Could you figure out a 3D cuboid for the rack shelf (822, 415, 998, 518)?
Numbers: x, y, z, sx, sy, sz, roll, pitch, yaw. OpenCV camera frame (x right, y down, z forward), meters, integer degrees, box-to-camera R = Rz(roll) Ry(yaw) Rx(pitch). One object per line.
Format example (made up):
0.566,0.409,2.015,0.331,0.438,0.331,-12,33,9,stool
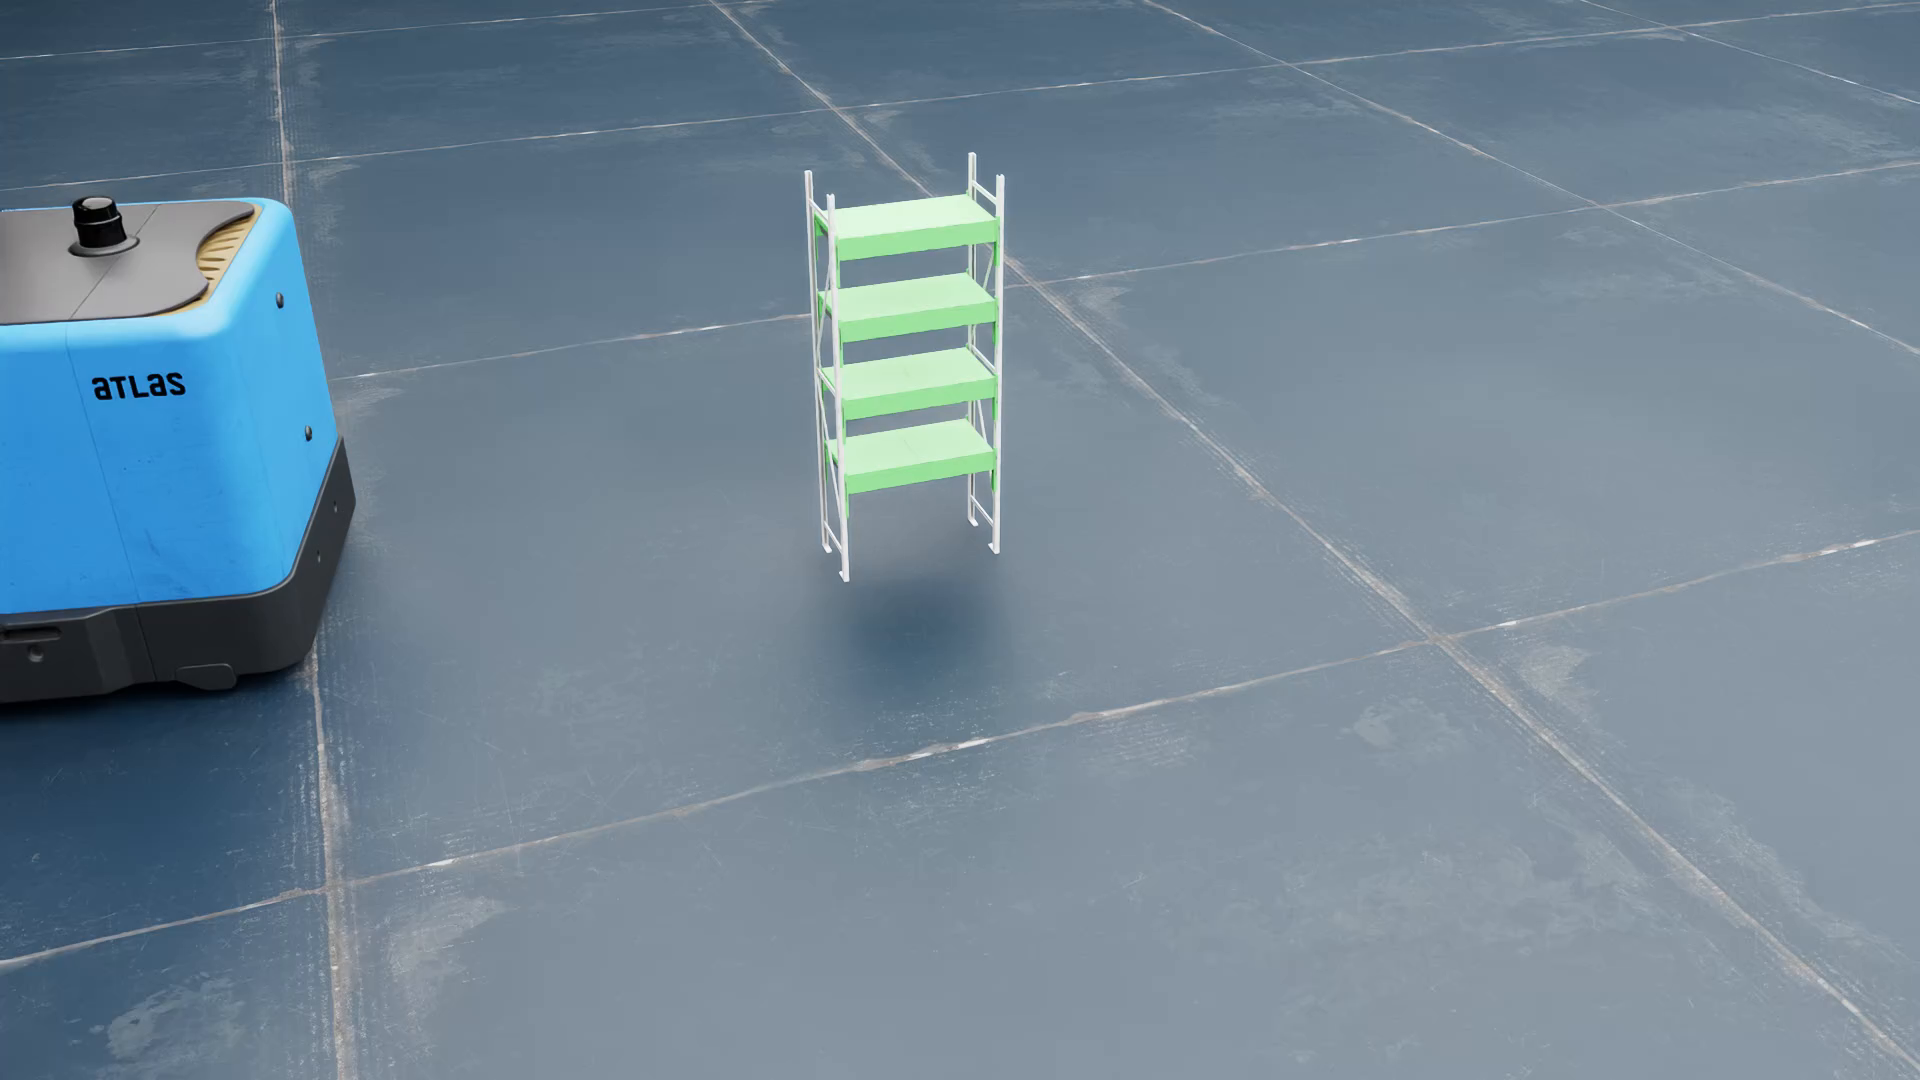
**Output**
-0.155,-0.229,5.053,0.480,0.148,0.258,-10,31,-18,rack shelf

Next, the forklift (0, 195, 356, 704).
-3.350,-0.994,4.033,3.031,2.935,1.130,-5,30,-8,forklift

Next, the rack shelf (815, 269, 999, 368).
-0.155,-0.646,4.816,0.480,0.148,0.258,-10,31,-18,rack shelf

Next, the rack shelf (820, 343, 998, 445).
-0.155,-0.437,4.934,0.480,0.148,0.258,-10,31,-18,rack shelf

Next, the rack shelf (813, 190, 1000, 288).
-0.155,-0.854,4.697,0.480,0.148,0.258,-10,31,-18,rack shelf

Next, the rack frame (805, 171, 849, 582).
-0.384,-0.451,4.829,0.015,1.200,0.240,-10,31,-18,rack frame

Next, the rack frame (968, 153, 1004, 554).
0.074,-0.535,4.977,0.015,1.200,0.240,-10,31,-18,rack frame

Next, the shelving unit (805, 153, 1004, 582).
-0.155,-0.493,4.903,0.503,1.200,0.258,-10,31,-18,shelving unit
